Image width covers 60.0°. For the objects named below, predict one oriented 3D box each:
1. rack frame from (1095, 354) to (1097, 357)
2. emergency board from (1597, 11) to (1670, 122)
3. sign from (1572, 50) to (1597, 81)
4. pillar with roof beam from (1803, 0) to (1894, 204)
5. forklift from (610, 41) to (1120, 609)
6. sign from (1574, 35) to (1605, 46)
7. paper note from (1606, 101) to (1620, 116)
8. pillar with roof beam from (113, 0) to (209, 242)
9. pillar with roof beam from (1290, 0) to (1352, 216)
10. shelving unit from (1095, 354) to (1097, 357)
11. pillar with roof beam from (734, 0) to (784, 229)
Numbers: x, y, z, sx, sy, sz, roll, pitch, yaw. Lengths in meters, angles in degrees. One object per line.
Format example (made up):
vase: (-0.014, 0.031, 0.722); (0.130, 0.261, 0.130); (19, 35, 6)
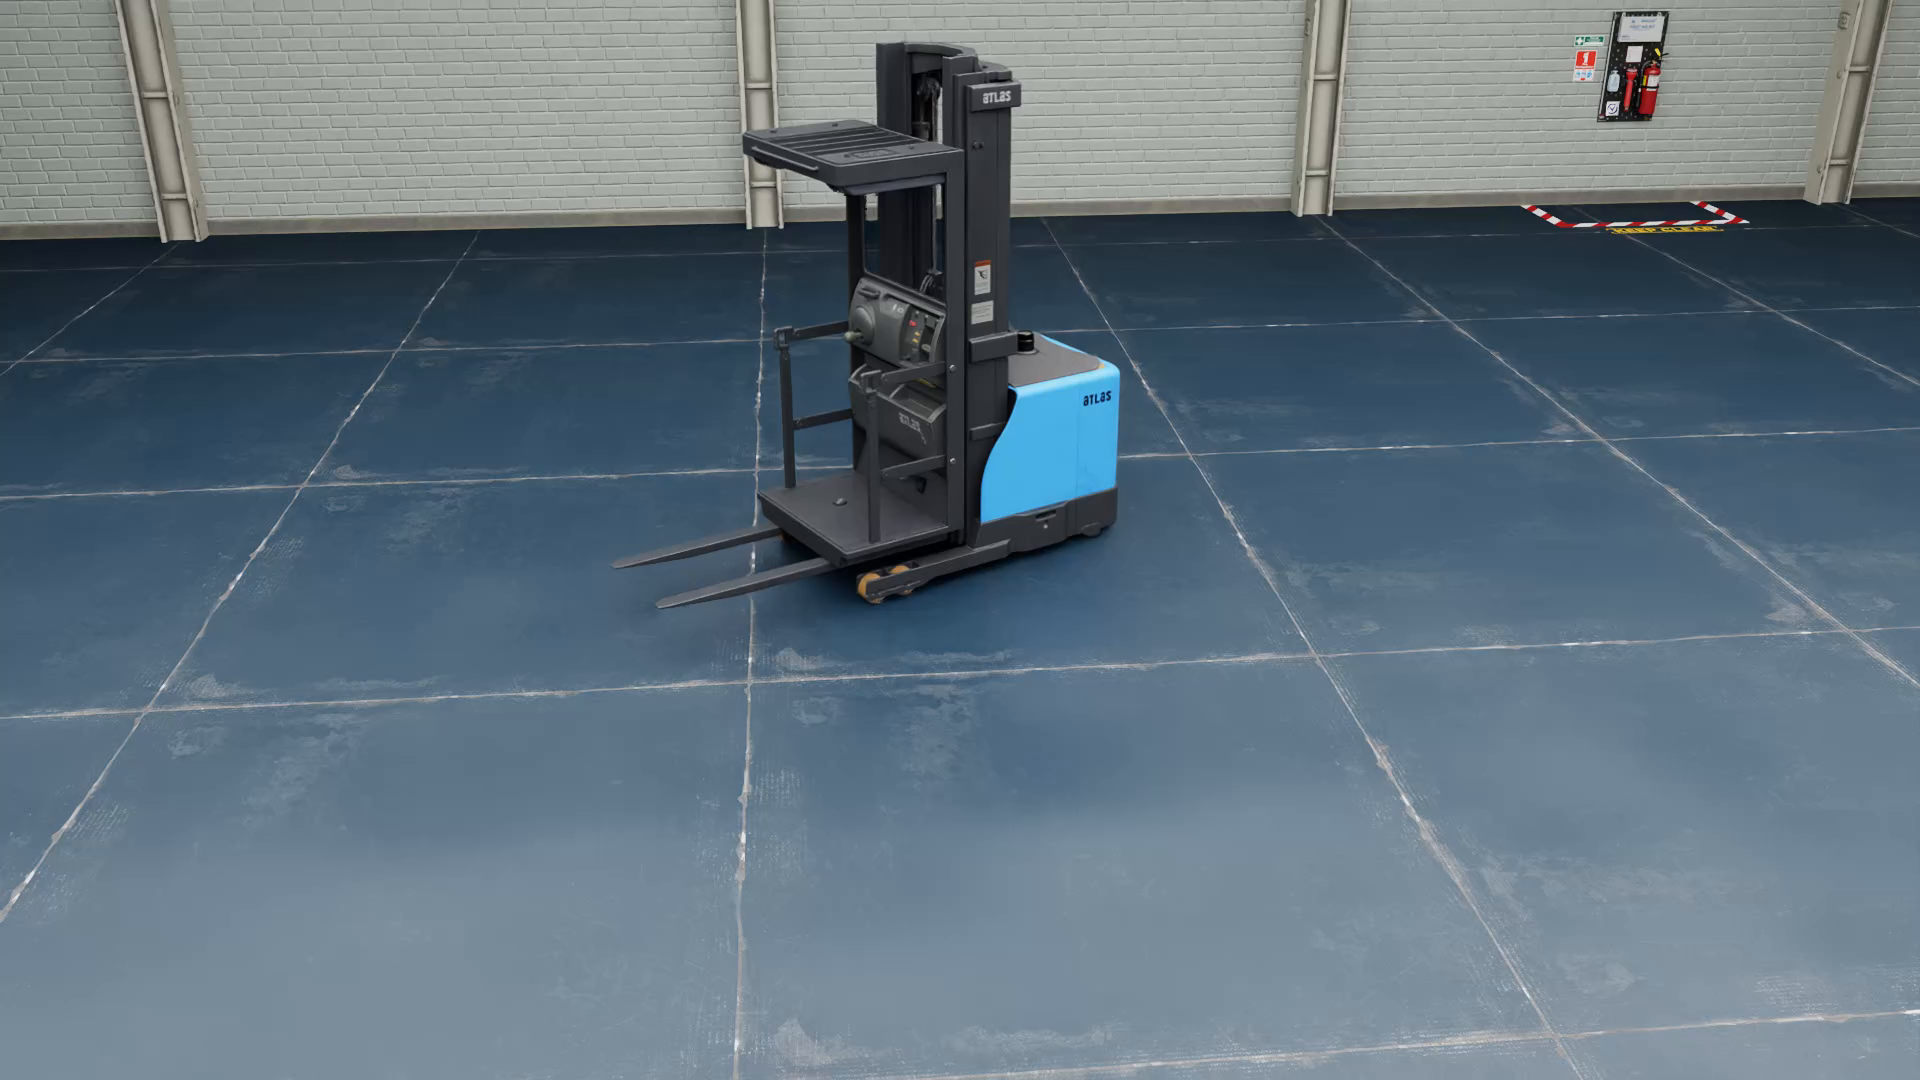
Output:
rack frame: (0.841, -0.747, 10.822); (0.006, 0.900, 0.240); (8, 25, 18)
emergency board: (7.389, -5.146, 18.134); (0.643, 1.169, 0.194); (-2, 24, -5)
sign: (6.829, -5.182, 18.171); (0.234, 0.329, 0.001); (-2, 24, -5)
pillar with roof beam: (10.275, -6.230, 13.188); (0.400, 9.000, 9.100); (-2, 24, -5)
forklift: (-0.534, -1.225, 9.398); (3.031, 2.935, 1.130); (-15, 28, -30)
sign: (6.834, -5.420, 18.056); (0.331, 0.109, 0.001); (-2, 24, -5)
paper note: (7.206, -4.764, 18.360); (0.142, 0.148, 0.016); (-2, 24, -5)
pillar with roof beam: (-7.637, -5.512, 11.571); (0.400, 9.000, 9.100); (-2, 24, -5)
pillar with roof beam: (4.304, -5.991, 12.649); (0.400, 9.000, 9.100); (-2, 24, -5)
shelving unit: (0.745, -0.761, 10.853); (0.210, 0.900, 0.258); (8, 25, 18)
pillar with roof beam: (-1.666, -5.751, 12.110); (0.400, 9.000, 9.100); (-2, 24, -5)
